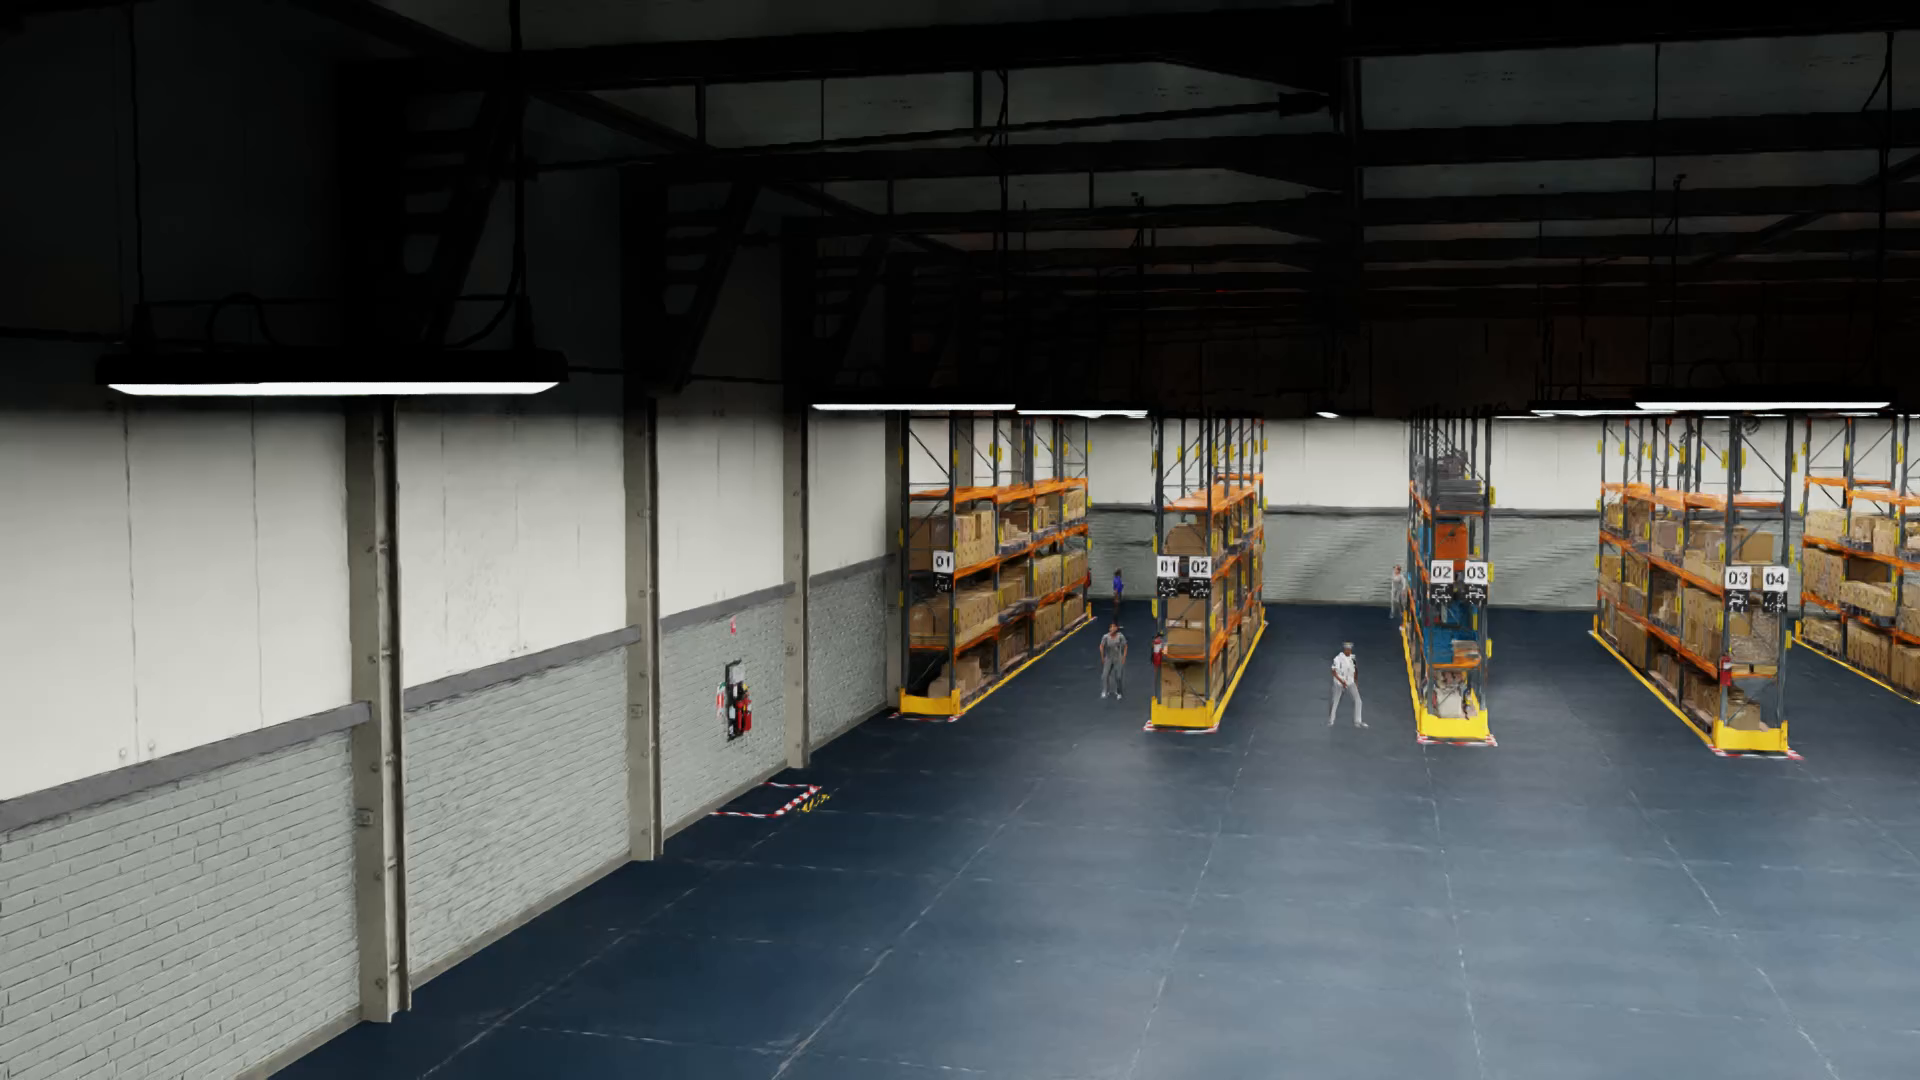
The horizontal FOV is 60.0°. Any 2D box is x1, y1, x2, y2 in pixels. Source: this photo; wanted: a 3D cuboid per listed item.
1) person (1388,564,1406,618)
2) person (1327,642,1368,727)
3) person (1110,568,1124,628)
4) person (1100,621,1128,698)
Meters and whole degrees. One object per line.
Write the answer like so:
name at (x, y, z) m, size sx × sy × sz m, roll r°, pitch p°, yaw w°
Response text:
person at (12.757, 1.473, 48.340) m, size 0.440 × 1.542 × 0.848 m, roll 2°, pitch 5°, yaw 31°
person at (7.225, 2.679, 31.133) m, size 0.622 × 1.613 × 0.782 m, roll 0°, pitch 4°, yaw -6°
person at (4.316, 1.605, 45.729) m, size 0.379 × 1.658 × 0.568 m, roll 0°, pitch 4°, yaw 7°
person at (3.167, 2.462, 34.282) m, size 0.580 × 1.619 × 0.506 m, roll 1°, pitch 4°, yaw 12°
